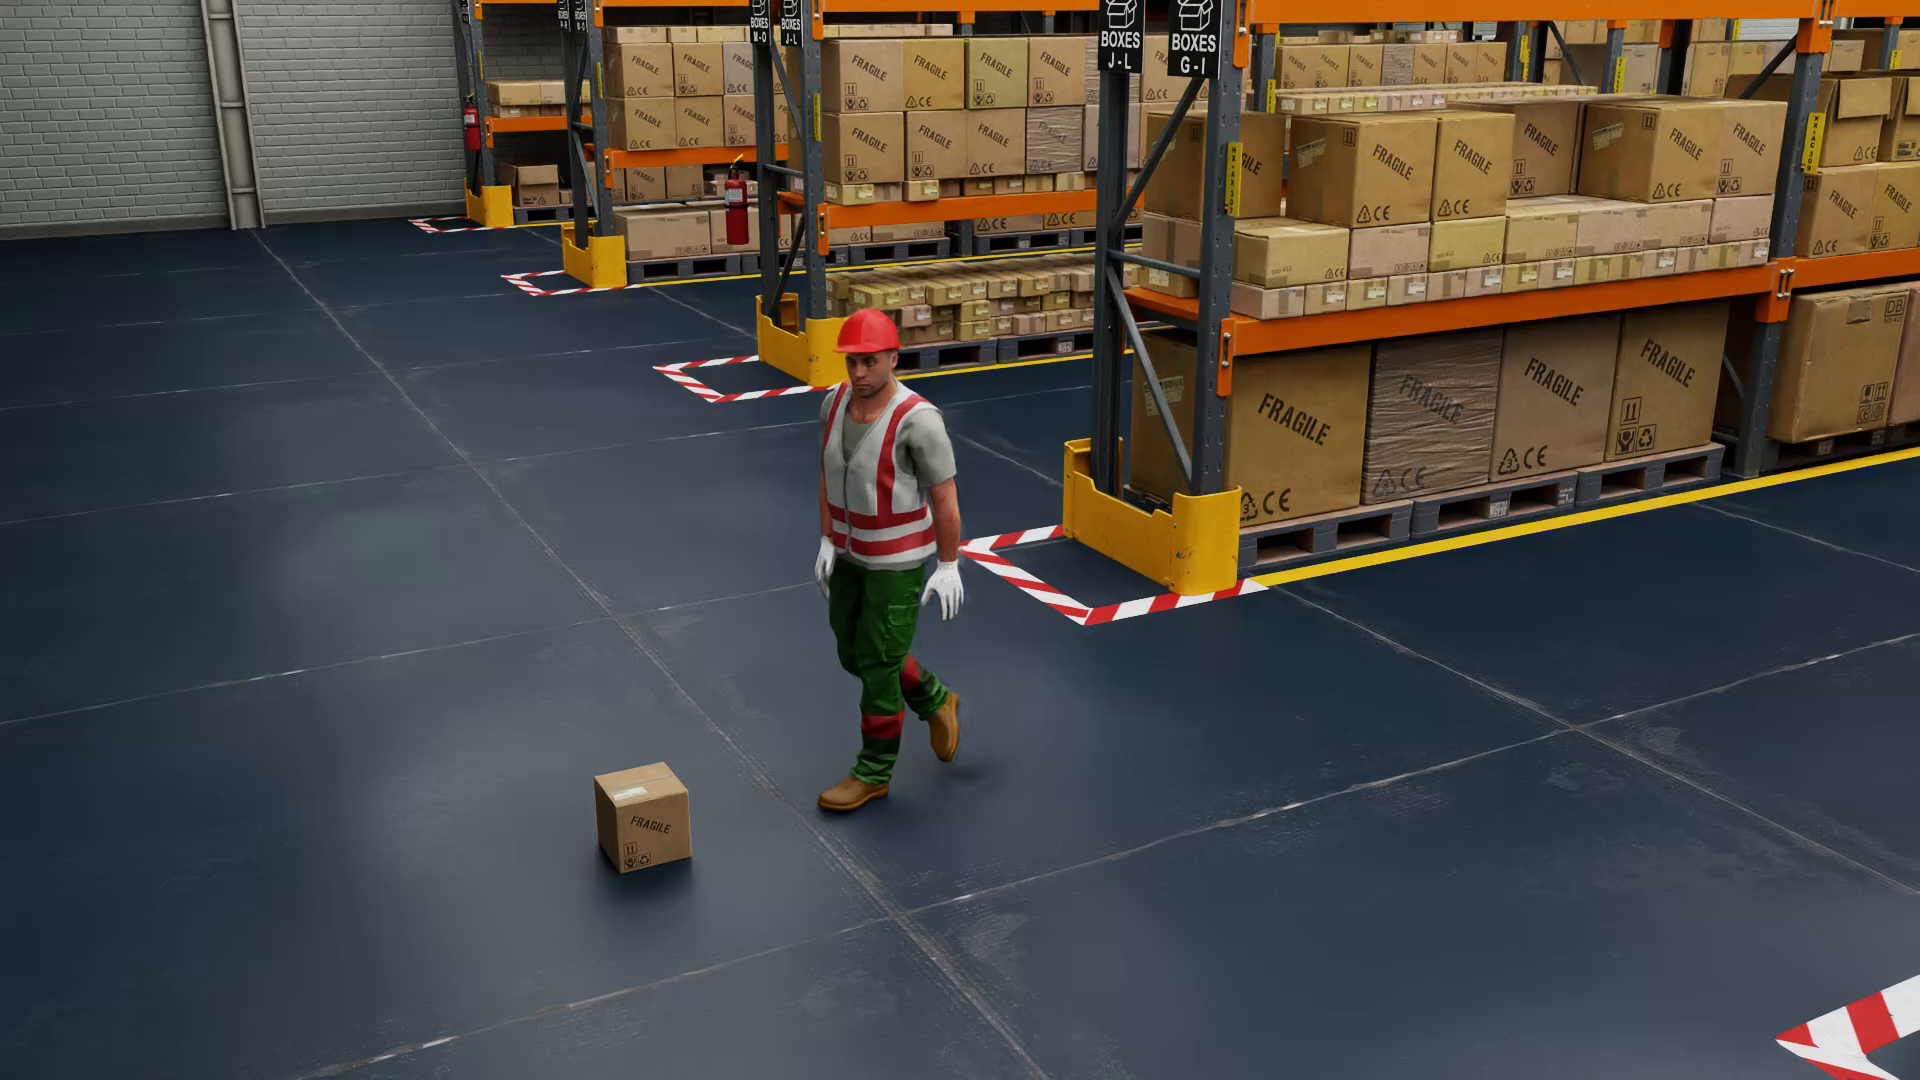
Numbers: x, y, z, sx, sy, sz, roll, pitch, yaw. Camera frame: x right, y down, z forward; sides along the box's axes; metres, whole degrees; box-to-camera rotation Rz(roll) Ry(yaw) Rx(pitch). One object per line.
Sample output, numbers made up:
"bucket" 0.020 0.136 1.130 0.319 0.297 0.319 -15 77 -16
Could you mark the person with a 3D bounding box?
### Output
"person" -0.212 0.060 5.829 0.716 1.784 0.561 -17 25 -41
